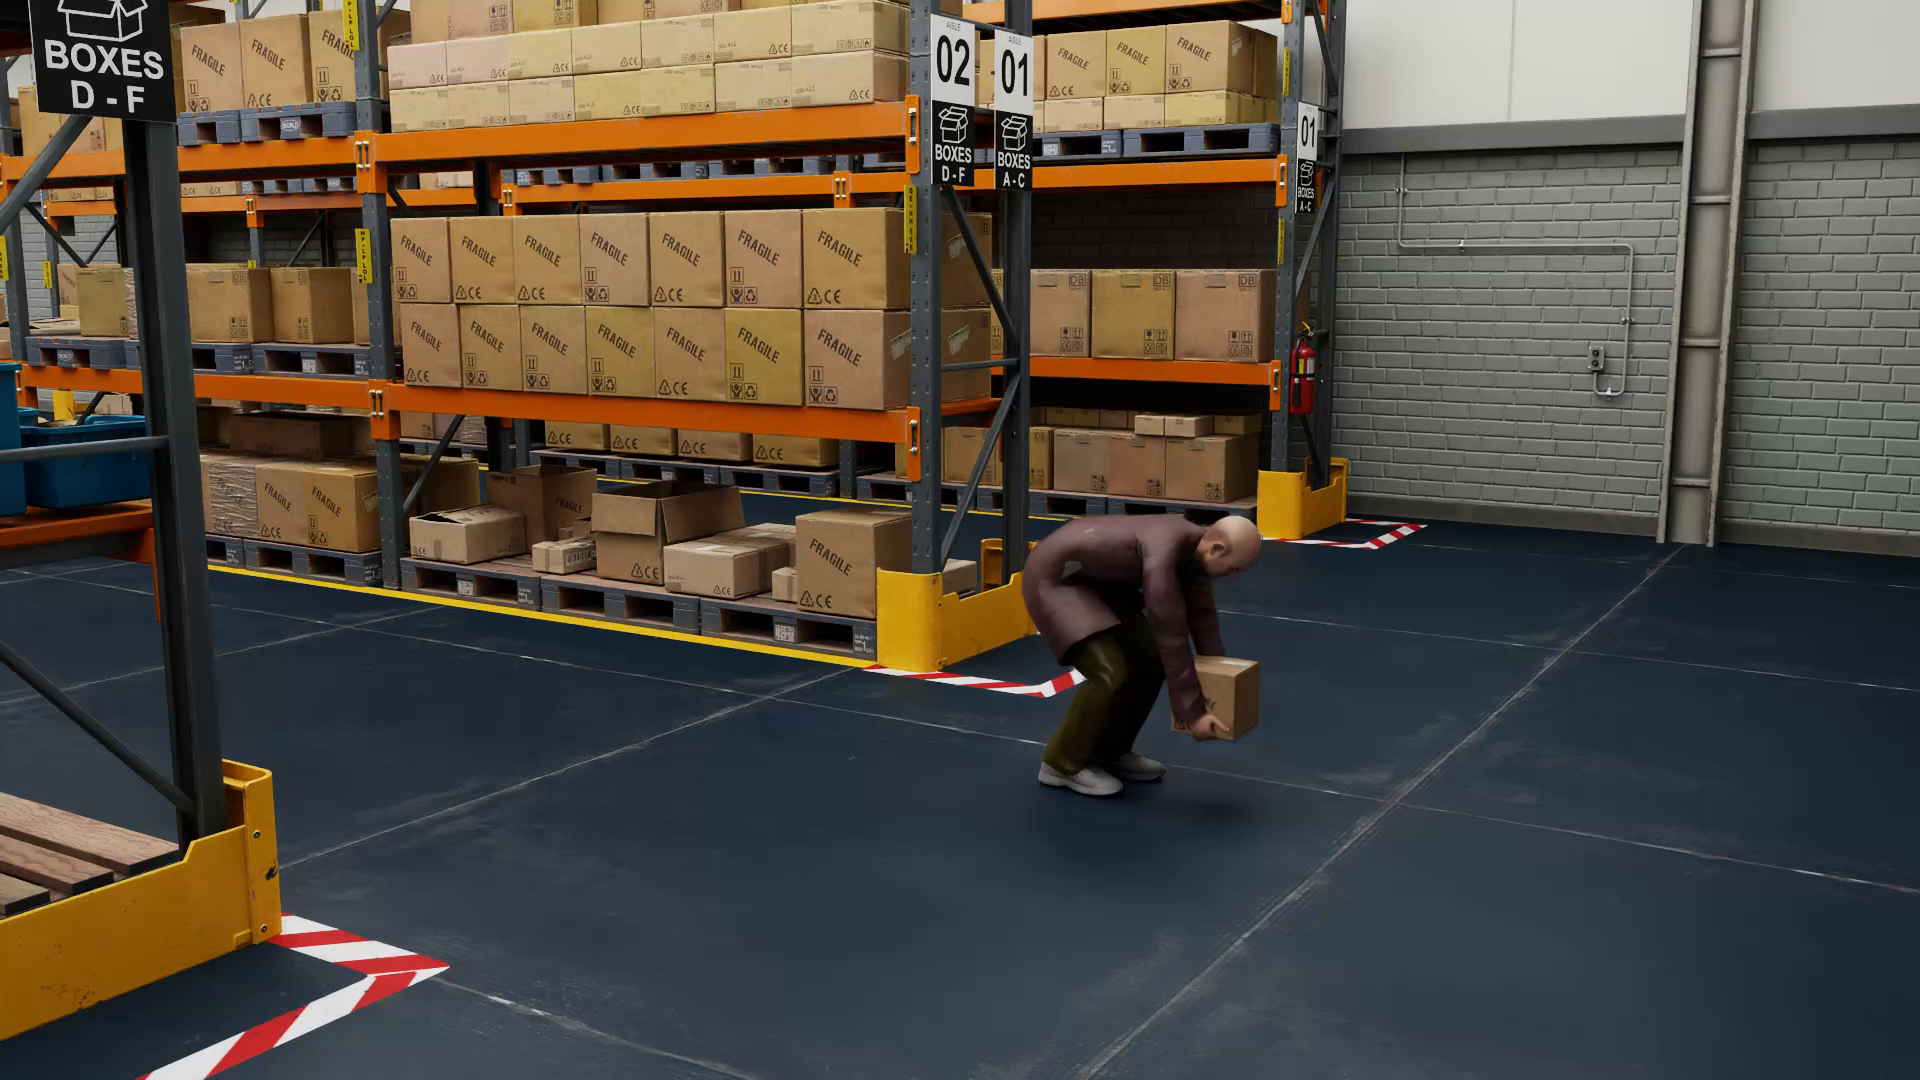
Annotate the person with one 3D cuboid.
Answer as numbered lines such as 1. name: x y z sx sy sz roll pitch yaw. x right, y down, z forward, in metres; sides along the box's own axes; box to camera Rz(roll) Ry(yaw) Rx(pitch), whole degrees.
1. person: 0.686 0.427 6.412 0.940 1.098 0.581 5 11 28
